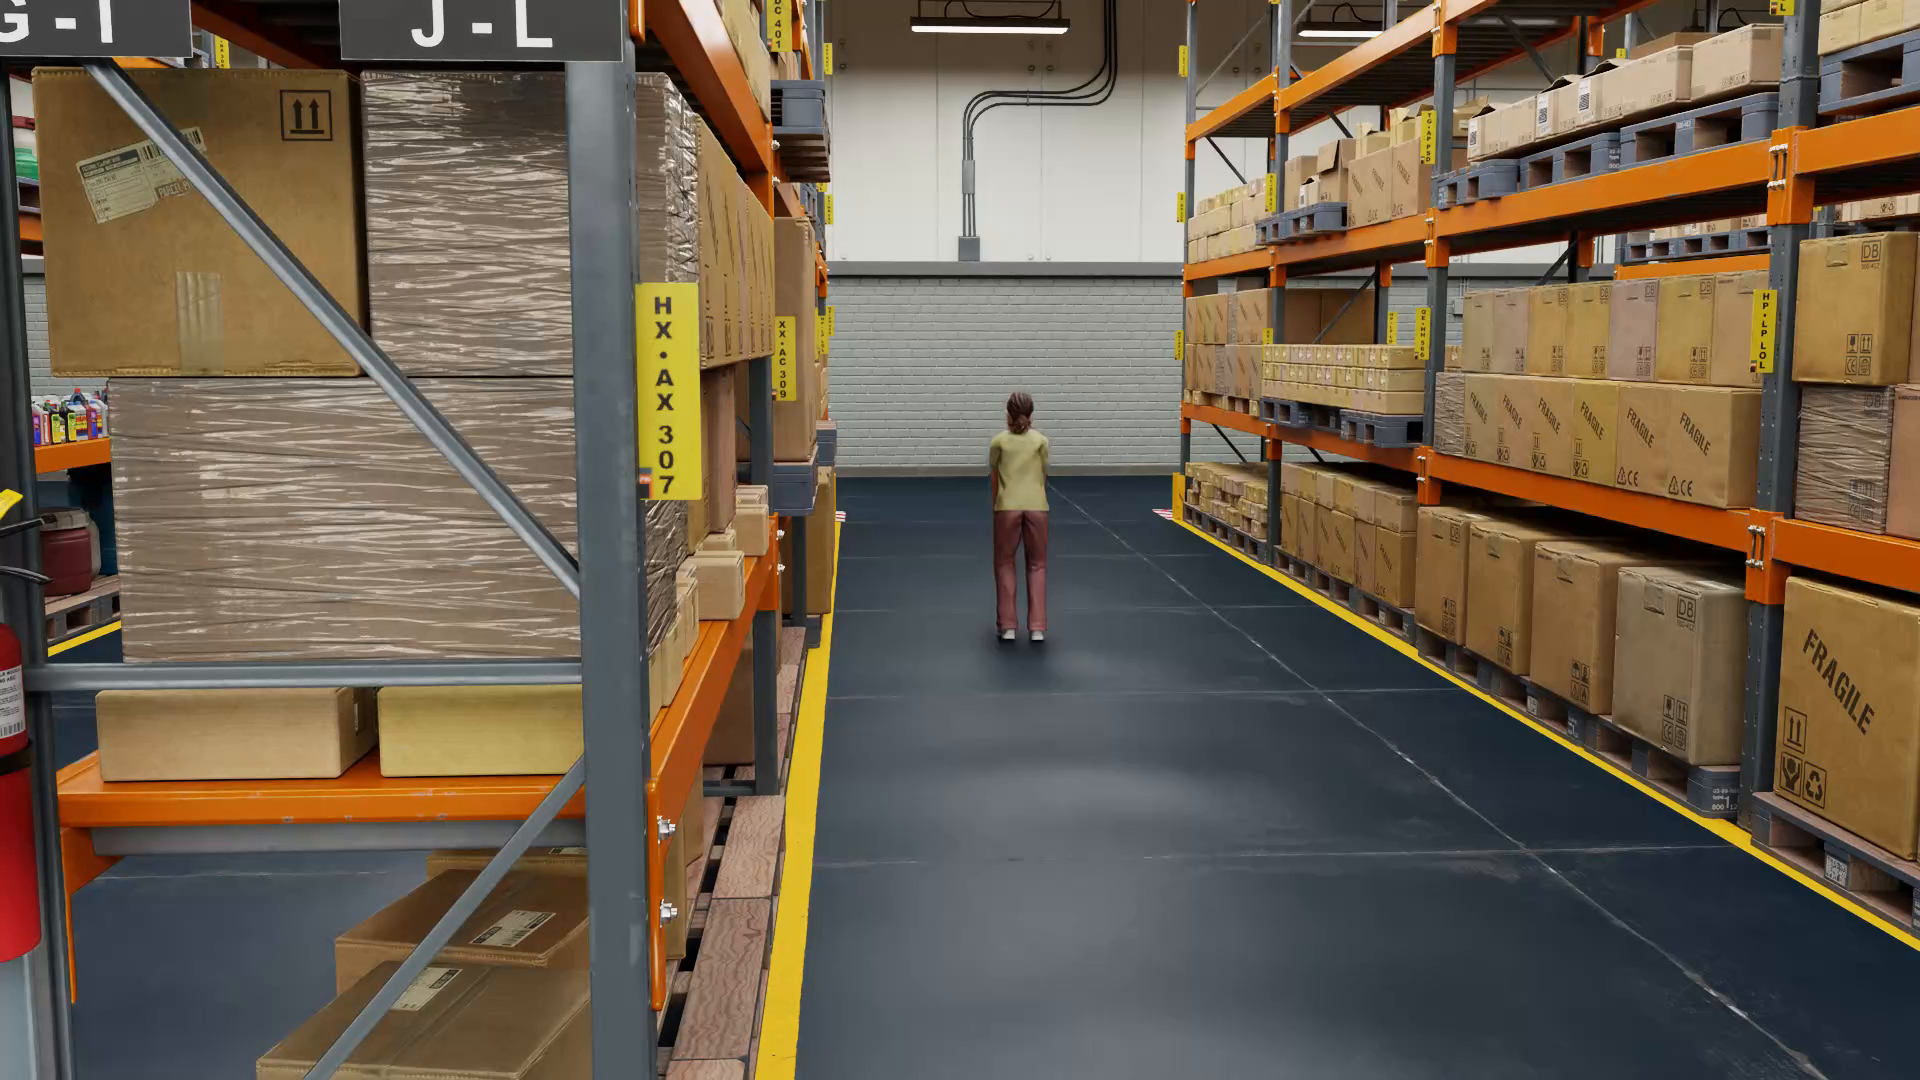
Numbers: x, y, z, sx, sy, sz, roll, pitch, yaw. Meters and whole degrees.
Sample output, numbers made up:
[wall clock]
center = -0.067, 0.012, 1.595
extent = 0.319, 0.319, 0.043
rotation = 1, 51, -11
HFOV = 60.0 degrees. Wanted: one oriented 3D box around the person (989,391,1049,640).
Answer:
[person]
center = 0.391, -0.169, 11.196
extent = 0.407, 1.668, 0.504
rotation = -1, 7, -5
